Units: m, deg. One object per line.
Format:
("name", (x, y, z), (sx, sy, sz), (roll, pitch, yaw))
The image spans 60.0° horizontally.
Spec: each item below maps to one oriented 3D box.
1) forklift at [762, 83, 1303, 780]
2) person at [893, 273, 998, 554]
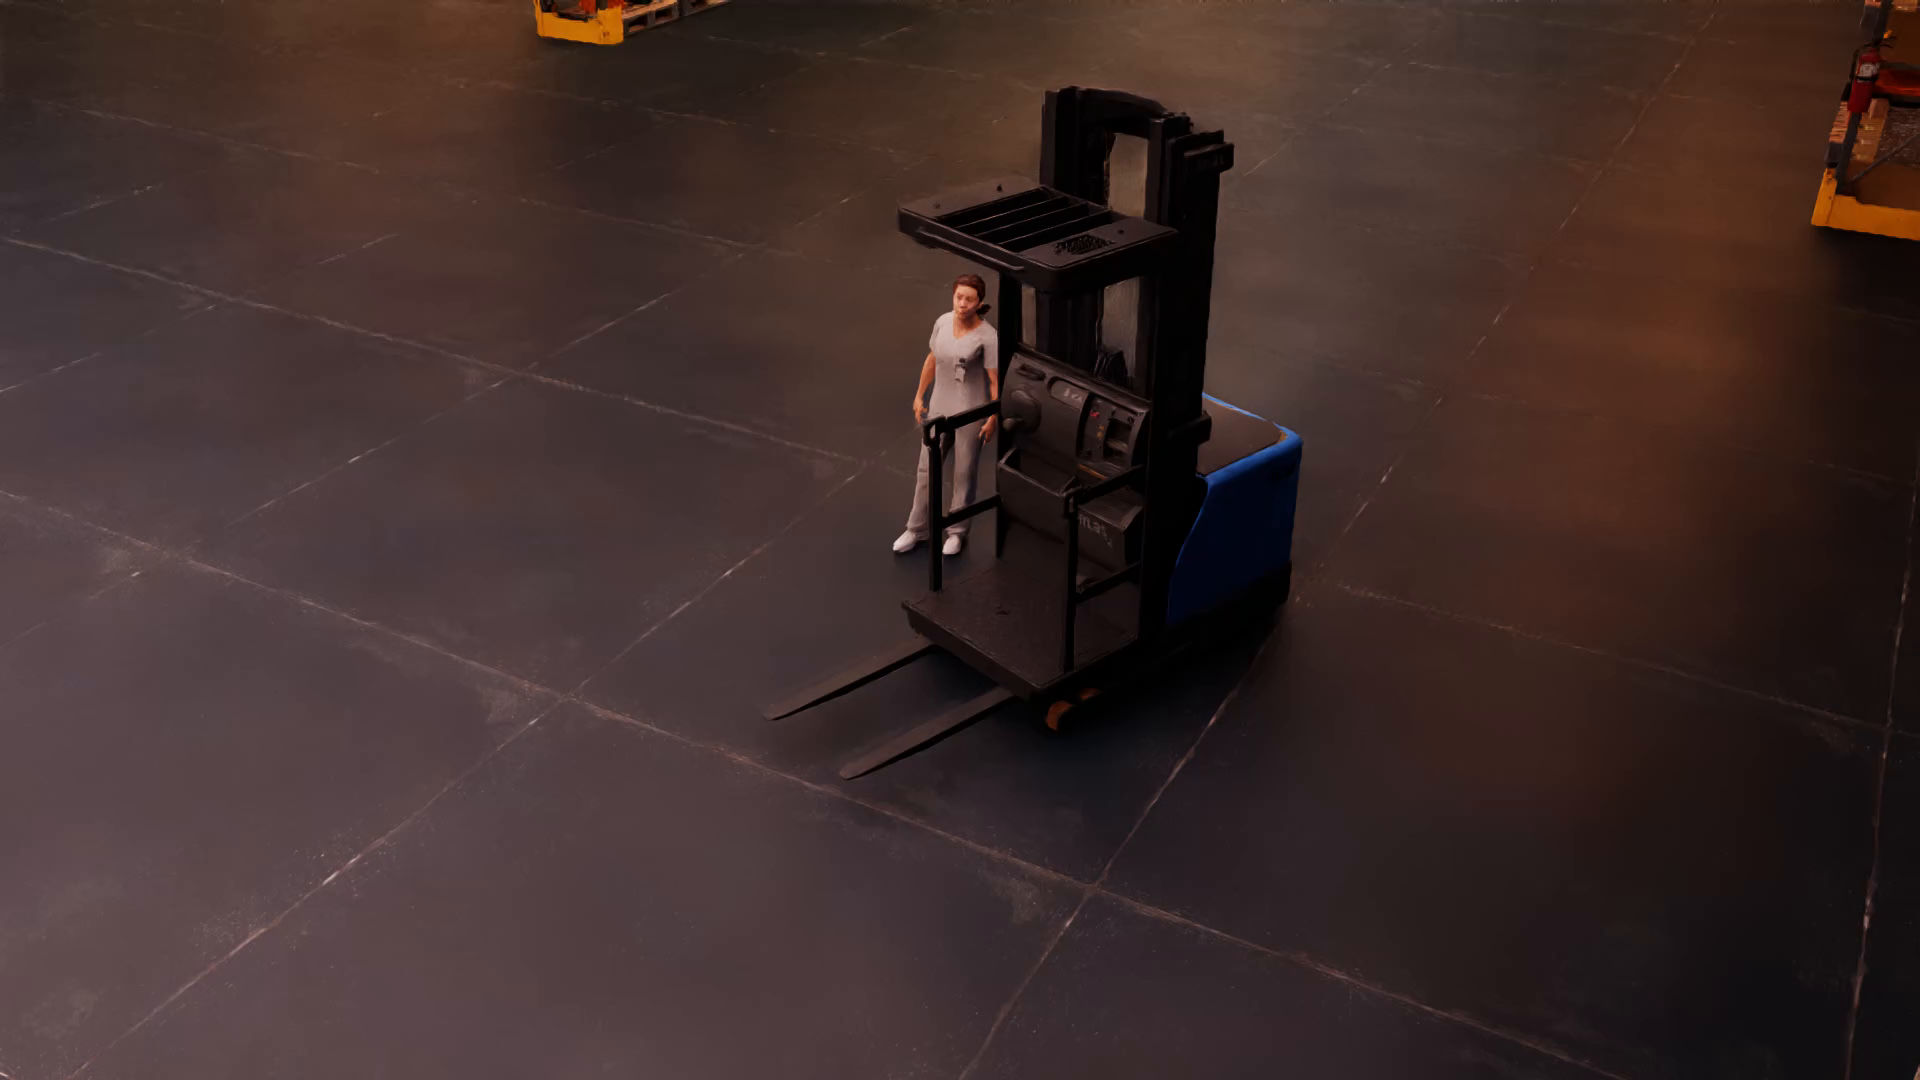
("forklift", (0.396, -0.597, 8.105), (3.031, 2.935, 1.130), (-24, 37, -35))
("person", (-0.047, -0.703, 9.530), (0.550, 1.673, 0.548), (15, 33, 25))
